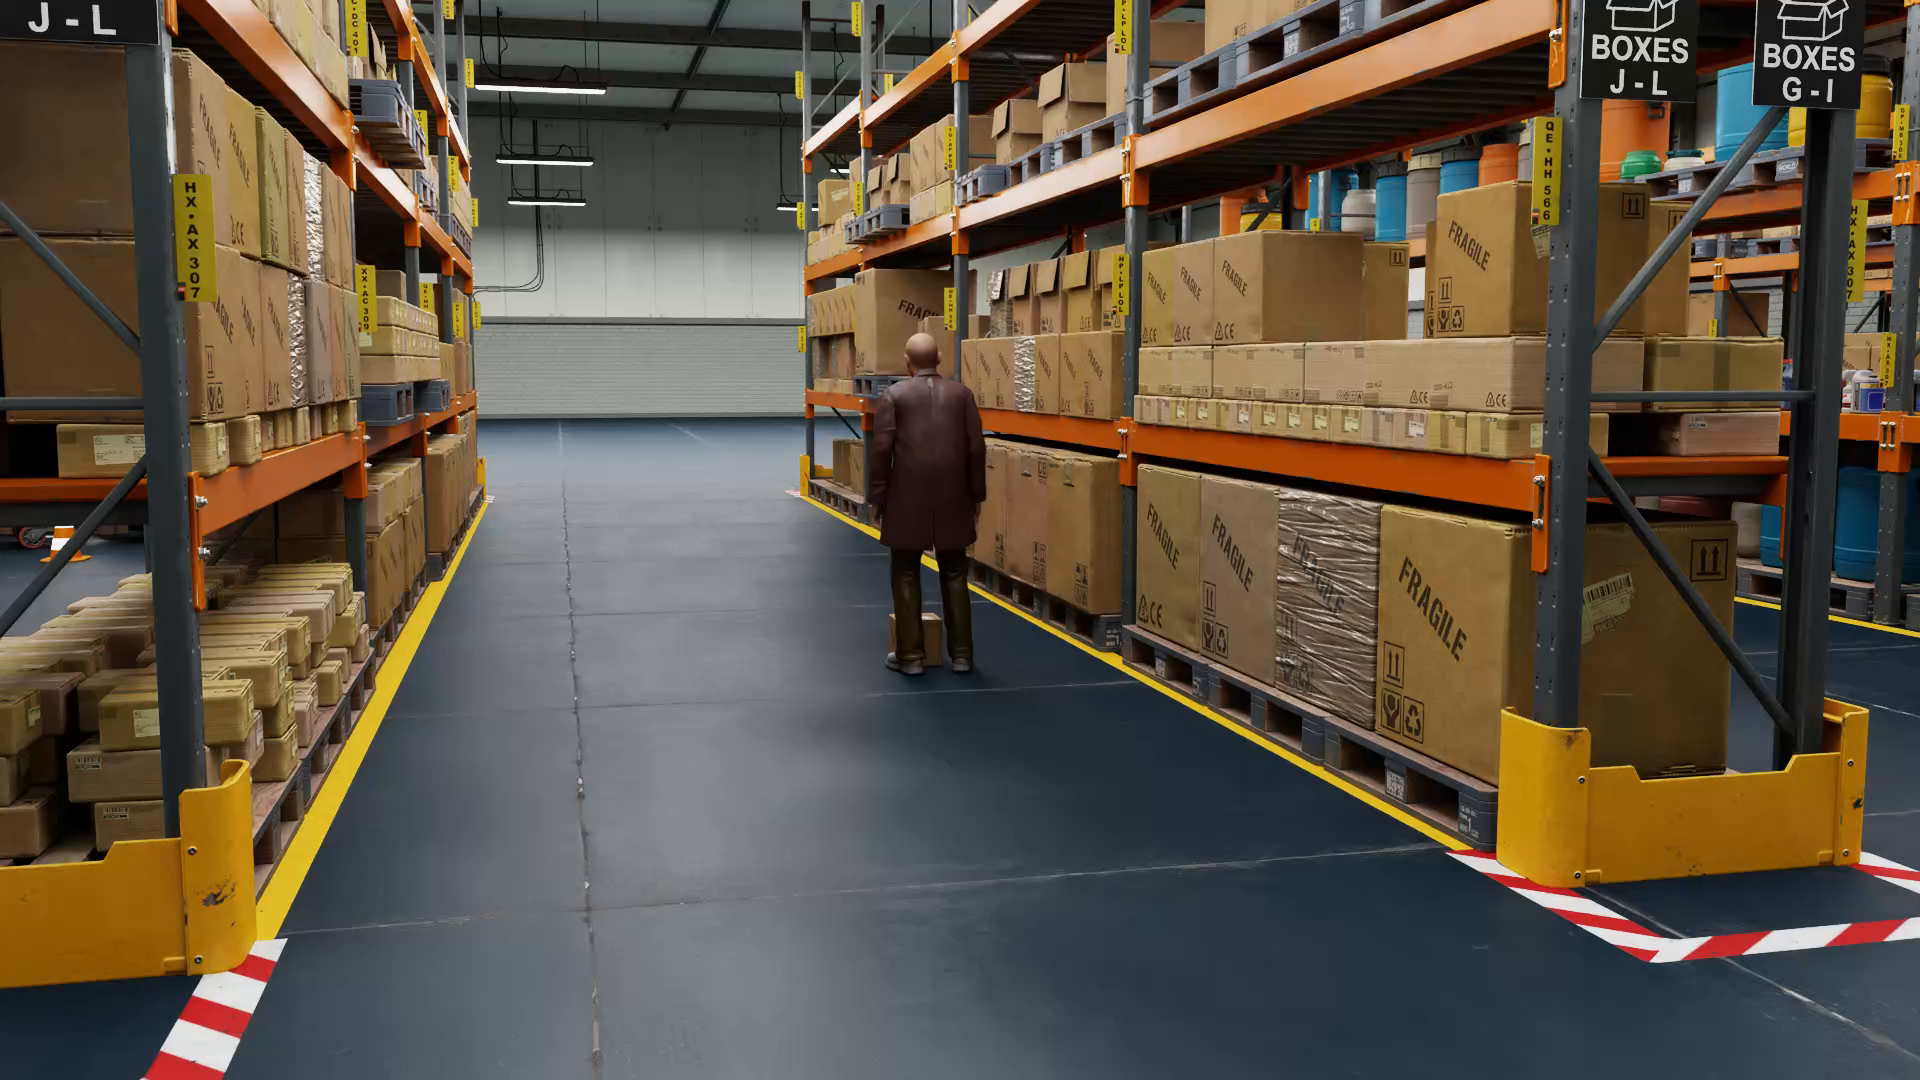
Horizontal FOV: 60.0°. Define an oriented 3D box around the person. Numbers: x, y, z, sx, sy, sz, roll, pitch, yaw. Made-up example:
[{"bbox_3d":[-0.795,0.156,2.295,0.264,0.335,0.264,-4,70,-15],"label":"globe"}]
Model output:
[{"bbox_3d":[-0.171,-0.194,8.727,0.644,1.774,0.425,-1,6,-13],"label":"person"}]
